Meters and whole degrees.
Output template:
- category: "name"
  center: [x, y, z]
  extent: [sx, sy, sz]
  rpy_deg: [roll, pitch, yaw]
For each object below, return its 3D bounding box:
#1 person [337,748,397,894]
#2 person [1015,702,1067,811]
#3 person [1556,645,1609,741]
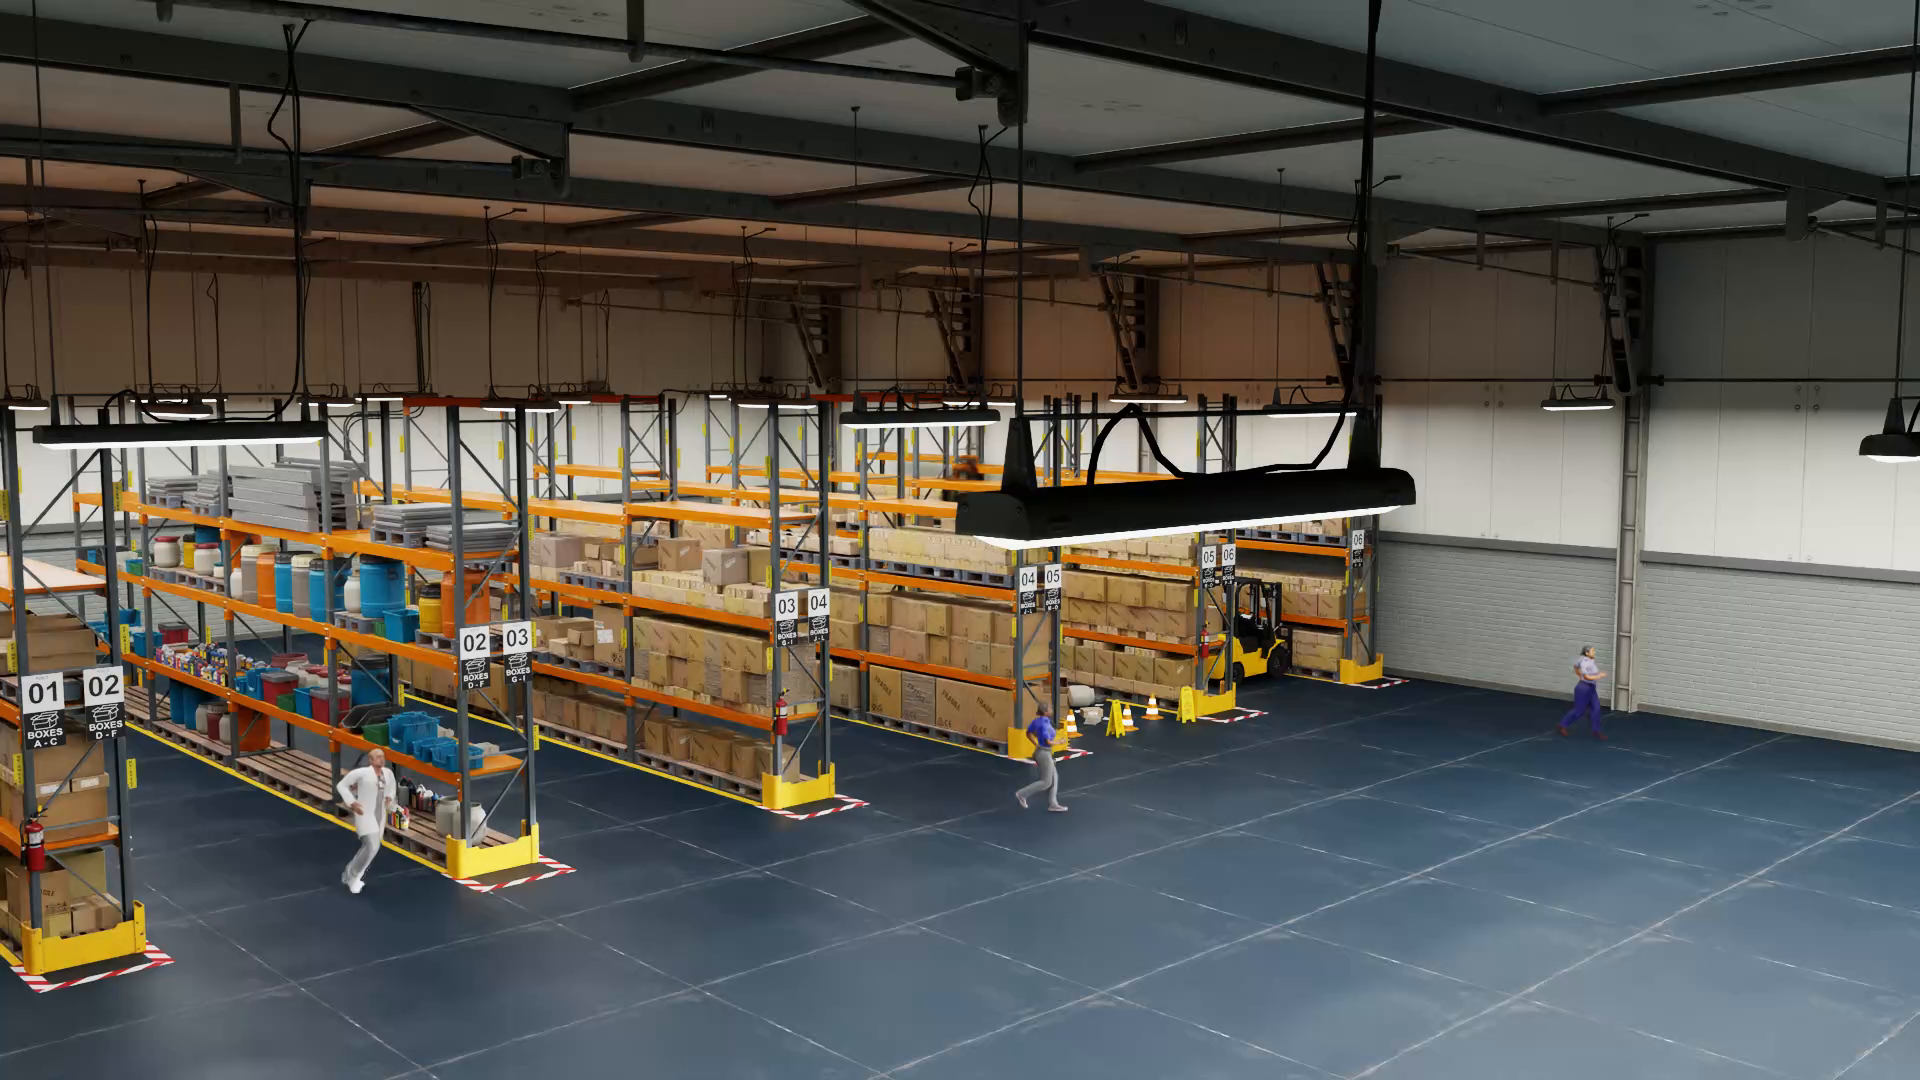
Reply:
- category: "person"
  center: [-7.338, 3.469, 20.715]
  extent: [0.680, 1.763, 0.687]
  rpy_deg: [3, 6, 29]
- category: "person"
  center: [1.175, 3.167, 24.258]
  extent: [0.806, 1.628, 0.578]
  rpy_deg: [-1, 6, -12]
- category: "person"
  center: [10.965, 2.674, 29.224]
  extent: [0.874, 1.677, 0.624]
  rpy_deg: [3, 6, 29]
